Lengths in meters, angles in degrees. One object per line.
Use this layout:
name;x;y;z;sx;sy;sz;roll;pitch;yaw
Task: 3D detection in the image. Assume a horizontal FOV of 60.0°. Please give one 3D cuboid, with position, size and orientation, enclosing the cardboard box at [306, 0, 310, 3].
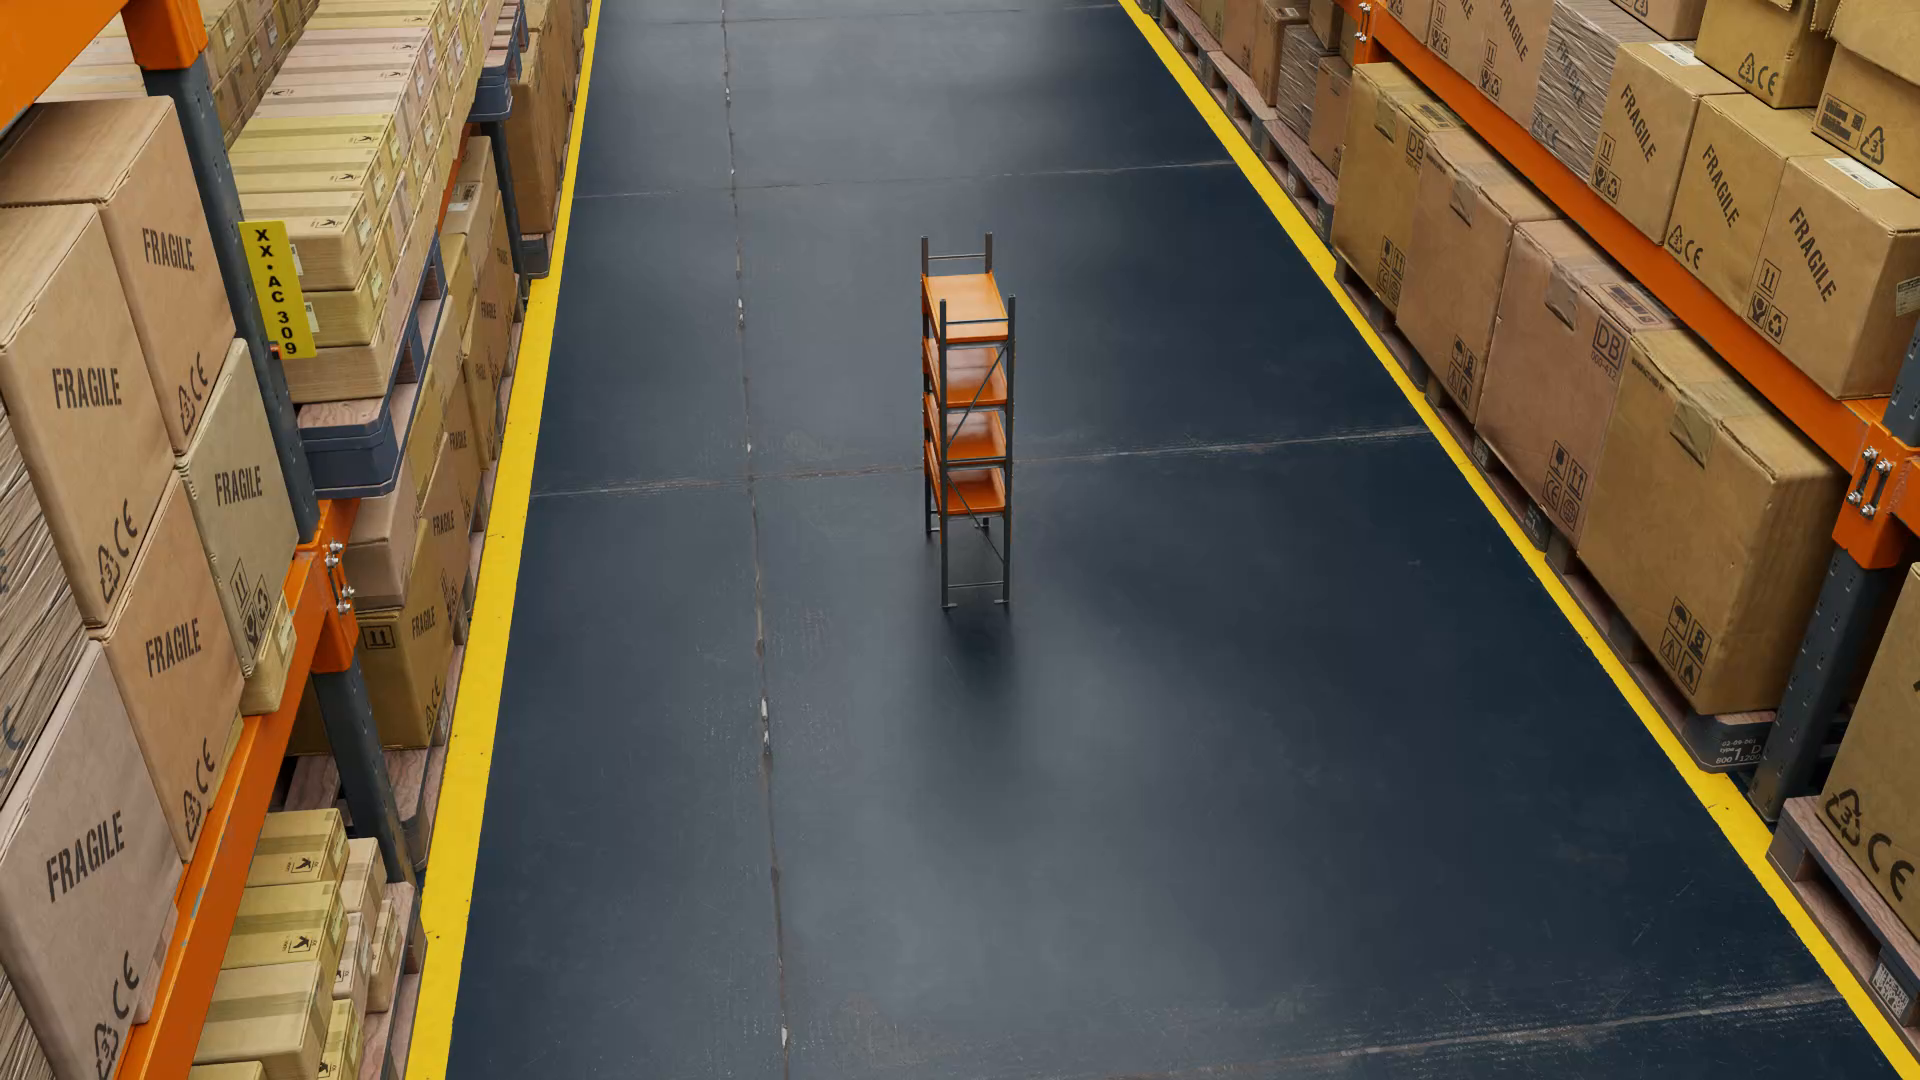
cardboard box;-2.653;-2.125;6.290;0.380;0.149;0.250;-3;34;-4

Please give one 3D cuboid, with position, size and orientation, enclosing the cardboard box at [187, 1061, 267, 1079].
cardboard box;-1.642;1.230;3.412;0.380;0.149;0.250;-3;34;-5

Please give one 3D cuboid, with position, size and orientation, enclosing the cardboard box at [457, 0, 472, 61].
cardboard box;-1.900;-1.746;5.734;0.380;0.149;0.250;-5;35;-7

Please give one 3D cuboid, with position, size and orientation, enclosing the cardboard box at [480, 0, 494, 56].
cardboard box;-1.969;-1.915;6.247;0.380;0.149;0.250;-4;34;-6

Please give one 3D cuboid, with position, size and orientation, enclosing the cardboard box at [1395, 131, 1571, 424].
cardboard box;2.556;-1.098;6.712;1.225;0.875;0.875;-4;35;-6

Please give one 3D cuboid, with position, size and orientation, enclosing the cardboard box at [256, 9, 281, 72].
cardboard box;-2.547;-1.696;5.662;0.380;0.149;0.250;-4;35;-6

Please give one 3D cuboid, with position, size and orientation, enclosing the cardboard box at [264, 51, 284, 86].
cardboard box;-2.549;-1.574;5.746;0.380;0.149;0.250;-3;34;-5

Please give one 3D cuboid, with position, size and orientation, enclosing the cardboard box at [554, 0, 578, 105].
cardboard box;-2.797;-2.966;9.564;1.050;0.750;0.750;-4;35;-6

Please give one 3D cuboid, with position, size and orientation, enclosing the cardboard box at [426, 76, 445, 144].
cardboard box;-1.798;-1.315;5.103;0.380;0.149;0.250;-5;35;-7

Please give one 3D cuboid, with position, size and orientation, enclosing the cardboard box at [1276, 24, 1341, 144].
cardboard box;2.174;-2.517;9.109;0.700;0.500;0.500;-7;35;-10

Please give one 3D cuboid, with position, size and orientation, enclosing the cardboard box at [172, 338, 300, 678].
cardboard box;-1.674;-0.052;3.310;0.500;0.500;0.500;-4;35;-6

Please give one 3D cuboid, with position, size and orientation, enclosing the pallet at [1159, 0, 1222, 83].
pallet;1.939;-3.333;10.953;1.003;0.211;1.213;-4;35;-6

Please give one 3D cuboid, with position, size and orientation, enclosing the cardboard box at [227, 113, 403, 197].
cardboard box;-1.692;-1.005;4.383;0.380;0.149;0.250;-4;34;-6

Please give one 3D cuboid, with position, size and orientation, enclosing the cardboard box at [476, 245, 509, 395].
cardboard box;-2.144;-0.872;6.712;0.500;0.500;0.500;-3;34;-4

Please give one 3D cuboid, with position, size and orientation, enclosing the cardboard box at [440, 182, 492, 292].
cardboard box;-2.127;-1.176;6.493;0.500;0.250;0.500;-4;34;-6

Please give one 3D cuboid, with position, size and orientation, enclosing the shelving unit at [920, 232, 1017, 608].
shelving unit;0.022;-0.403;5.777;0.258;1.200;0.503;-4;35;-6

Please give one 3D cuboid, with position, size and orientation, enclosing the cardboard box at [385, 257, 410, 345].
cardboard box;-1.660;-0.615;4.339;0.380;0.149;0.250;-4;34;-6

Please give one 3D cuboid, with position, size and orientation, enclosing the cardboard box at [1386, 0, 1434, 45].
cardboard box;2.167;-2.437;7.074;0.500;0.500;0.500;-3;34;-5

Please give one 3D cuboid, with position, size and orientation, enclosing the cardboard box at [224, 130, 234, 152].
cardboard box;-2.447;-1.139;5.108;0.380;0.149;0.250;-3;34;-4

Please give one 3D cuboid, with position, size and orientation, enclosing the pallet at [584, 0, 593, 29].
pallet;-3.120;-3.878;11.754;1.003;0.211;1.213;-4;35;-6

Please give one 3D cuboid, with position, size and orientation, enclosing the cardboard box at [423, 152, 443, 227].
cardboard box;-1.757;-1.037;4.958;0.380;0.149;0.250;-6;35;-8

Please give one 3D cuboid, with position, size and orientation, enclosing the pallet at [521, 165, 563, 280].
pallet;-2.589;-1.662;8.501;1.003;0.211;1.213;-4;35;-6

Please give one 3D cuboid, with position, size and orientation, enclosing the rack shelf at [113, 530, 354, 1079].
rack shelf;-1.750;1.277;2.351;1.077;0.370;4.000;-4;35;-6

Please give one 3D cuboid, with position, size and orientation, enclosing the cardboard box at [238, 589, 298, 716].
cardboard box;-1.606;0.245;3.450;0.380;0.149;0.250;-5;35;-8

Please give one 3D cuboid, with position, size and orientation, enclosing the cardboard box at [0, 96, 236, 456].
cardboard box;-1.688;-0.472;3.038;0.500;0.500;0.500;-6;35;-8

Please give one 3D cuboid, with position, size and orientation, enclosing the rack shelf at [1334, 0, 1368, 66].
rack shelf;2.102;-3.506;9.370;1.077;0.370;4.000;-4;35;-6

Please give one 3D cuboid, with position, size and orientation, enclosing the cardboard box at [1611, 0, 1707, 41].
cardboard box;2.635;-1.997;5.537;0.797;0.503;0.637;-3;34;-5

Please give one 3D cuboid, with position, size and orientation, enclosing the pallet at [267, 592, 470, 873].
pallet;-2.126;0.582;5.209;1.003;0.211;1.213;-4;35;-6

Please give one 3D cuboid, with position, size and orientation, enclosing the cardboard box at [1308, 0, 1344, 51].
cardboard box;2.170;-2.813;8.878;0.500;0.250;0.500;-1;34;-1

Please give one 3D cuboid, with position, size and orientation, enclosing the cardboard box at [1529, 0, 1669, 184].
cardboard box;2.376;-1.585;5.823;0.500;0.500;0.500;-4;35;-6

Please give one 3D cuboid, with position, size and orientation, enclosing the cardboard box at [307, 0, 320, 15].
cardboard box;-2.661;-2.023;6.406;0.380;0.149;0.250;-3;34;-4

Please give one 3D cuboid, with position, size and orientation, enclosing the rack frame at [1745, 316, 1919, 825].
rack frame;2.909;-0.455;4.255;1.000;3.000;0.127;-4;35;-6

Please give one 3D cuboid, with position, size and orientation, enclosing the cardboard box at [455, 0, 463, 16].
cardboard box;-1.904;-1.875;5.660;0.380;0.149;0.250;-4;35;-6

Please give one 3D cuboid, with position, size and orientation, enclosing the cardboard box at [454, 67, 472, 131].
cardboard box;-1.868;-1.481;5.610;0.380;0.149;0.250;-3;34;-5

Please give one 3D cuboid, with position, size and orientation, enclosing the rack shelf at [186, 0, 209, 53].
rack shelf;-2.288;-2.195;4.782;1.077;0.370;4.000;-4;35;-6

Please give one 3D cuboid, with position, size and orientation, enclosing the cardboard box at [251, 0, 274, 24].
cardboard box;-2.547;-1.826;5.587;0.380;0.149;0.250;-3;34;-4

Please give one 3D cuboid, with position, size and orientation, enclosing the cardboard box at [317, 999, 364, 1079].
cardboard box;-1.560;1.195;3.727;0.380;0.149;0.250;-6;35;-8

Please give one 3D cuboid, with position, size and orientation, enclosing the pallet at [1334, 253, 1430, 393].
pallet;2.402;-1.090;7.662;1.003;0.211;1.213;-4;35;-6

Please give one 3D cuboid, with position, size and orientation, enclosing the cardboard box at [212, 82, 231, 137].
cardboard box;-2.450;-1.271;5.038;0.380;0.149;0.250;-4;35;-6

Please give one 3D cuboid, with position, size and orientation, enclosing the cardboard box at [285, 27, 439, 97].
cardboard box;-1.792;-1.428;5.004;0.380;0.149;0.250;-3;34;-5

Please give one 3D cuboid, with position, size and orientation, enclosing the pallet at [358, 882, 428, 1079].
pallet;-1.894;1.388;4.026;1.003;0.211;1.213;-4;35;-6

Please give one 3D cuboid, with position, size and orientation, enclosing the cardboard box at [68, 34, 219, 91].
cardboard box;-2.441;-1.388;4.946;0.380;0.149;0.250;-6;35;-9

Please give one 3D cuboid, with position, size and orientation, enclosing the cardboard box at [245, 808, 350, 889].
cardboard box;-1.714;0.801;4.041;0.380;0.149;0.250;-3;34;-5

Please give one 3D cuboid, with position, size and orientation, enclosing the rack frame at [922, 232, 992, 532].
rack frame;-0.011;-0.540;5.976;0.240;1.200;0.015;-4;35;-6

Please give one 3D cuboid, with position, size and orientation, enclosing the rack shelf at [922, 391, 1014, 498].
rack shelf;0.022;-0.348;5.814;0.258;0.148;0.480;-4;35;-6

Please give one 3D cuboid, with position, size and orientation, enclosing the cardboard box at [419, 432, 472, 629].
cardboard box;-1.929;-0.004;5.440;0.500;0.500;0.500;-3;34;-4

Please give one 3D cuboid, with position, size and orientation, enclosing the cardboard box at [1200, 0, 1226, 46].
cardboard box;1.940;-3.457;10.488;0.700;0.500;0.500;-5;35;-7

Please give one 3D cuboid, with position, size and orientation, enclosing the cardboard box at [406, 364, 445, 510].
cardboard box;-1.931;-0.316;5.231;0.500;0.250;0.500;-3;34;-5

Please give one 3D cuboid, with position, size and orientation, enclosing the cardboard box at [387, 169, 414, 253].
cardboard box;-1.689;-0.872;4.452;0.380;0.149;0.250;-4;34;-5

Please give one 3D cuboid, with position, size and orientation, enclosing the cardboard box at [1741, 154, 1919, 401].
cardboard box;2.576;-0.737;4.579;0.500;0.500;0.500;-4;35;-6
